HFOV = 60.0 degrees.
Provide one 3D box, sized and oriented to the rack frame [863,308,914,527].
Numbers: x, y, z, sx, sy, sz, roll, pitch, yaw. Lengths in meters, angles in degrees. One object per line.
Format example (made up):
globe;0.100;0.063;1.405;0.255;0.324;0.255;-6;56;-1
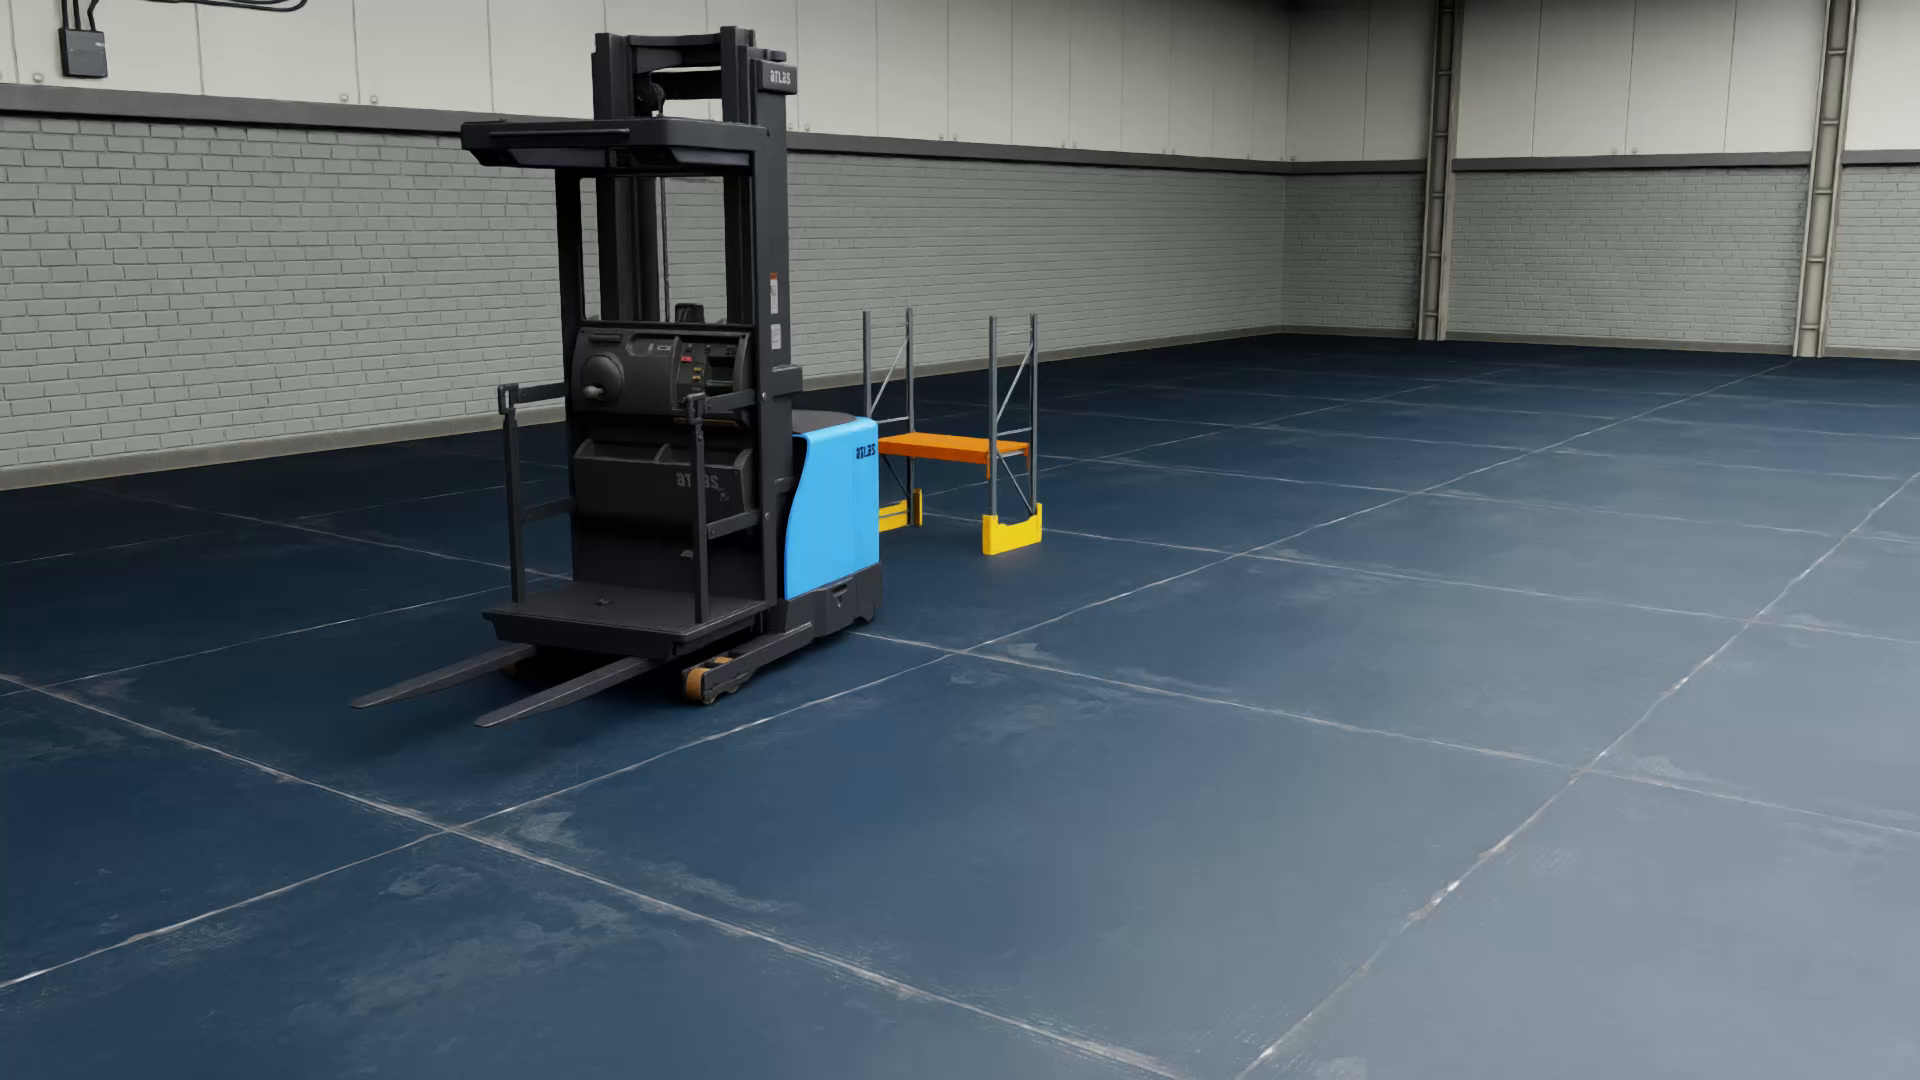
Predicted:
rack frame;-0.478;-0.803;11.232;0.032;1.500;0.500;8;13;36

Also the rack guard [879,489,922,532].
rack guard;-0.463;-0.187;11.340;0.087;0.250;0.587;8;13;36

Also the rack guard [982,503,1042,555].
rack guard;0.340;-0.075;10.761;0.087;0.250;0.587;8;13;36

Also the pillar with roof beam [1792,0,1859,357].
pillar with roof beam;10.579;-6.603;21.467;0.400;9.000;9.100;8;13;36

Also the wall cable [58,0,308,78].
wall cable;-6.314;-6.769;13.372;0.169;6.003;2.305;8;13;36

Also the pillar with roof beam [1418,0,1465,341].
pillar with roof beam;5.743;-7.277;24.953;0.400;9.000;9.100;8;13;36

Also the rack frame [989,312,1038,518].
rack frame;0.341;-0.689;10.641;0.032;1.500;0.500;8;13;36

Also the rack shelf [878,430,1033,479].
rack shelf;-0.069;-0.569;10.971;1.000;0.185;0.538;8;13;36

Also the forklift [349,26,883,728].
forklift;-1.473;-0.809;7.493;1.130;2.935;3.031;5;12;23

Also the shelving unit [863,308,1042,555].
shelving unit;-0.061;-0.745;10.932;1.083;1.500;0.587;8;13;36
